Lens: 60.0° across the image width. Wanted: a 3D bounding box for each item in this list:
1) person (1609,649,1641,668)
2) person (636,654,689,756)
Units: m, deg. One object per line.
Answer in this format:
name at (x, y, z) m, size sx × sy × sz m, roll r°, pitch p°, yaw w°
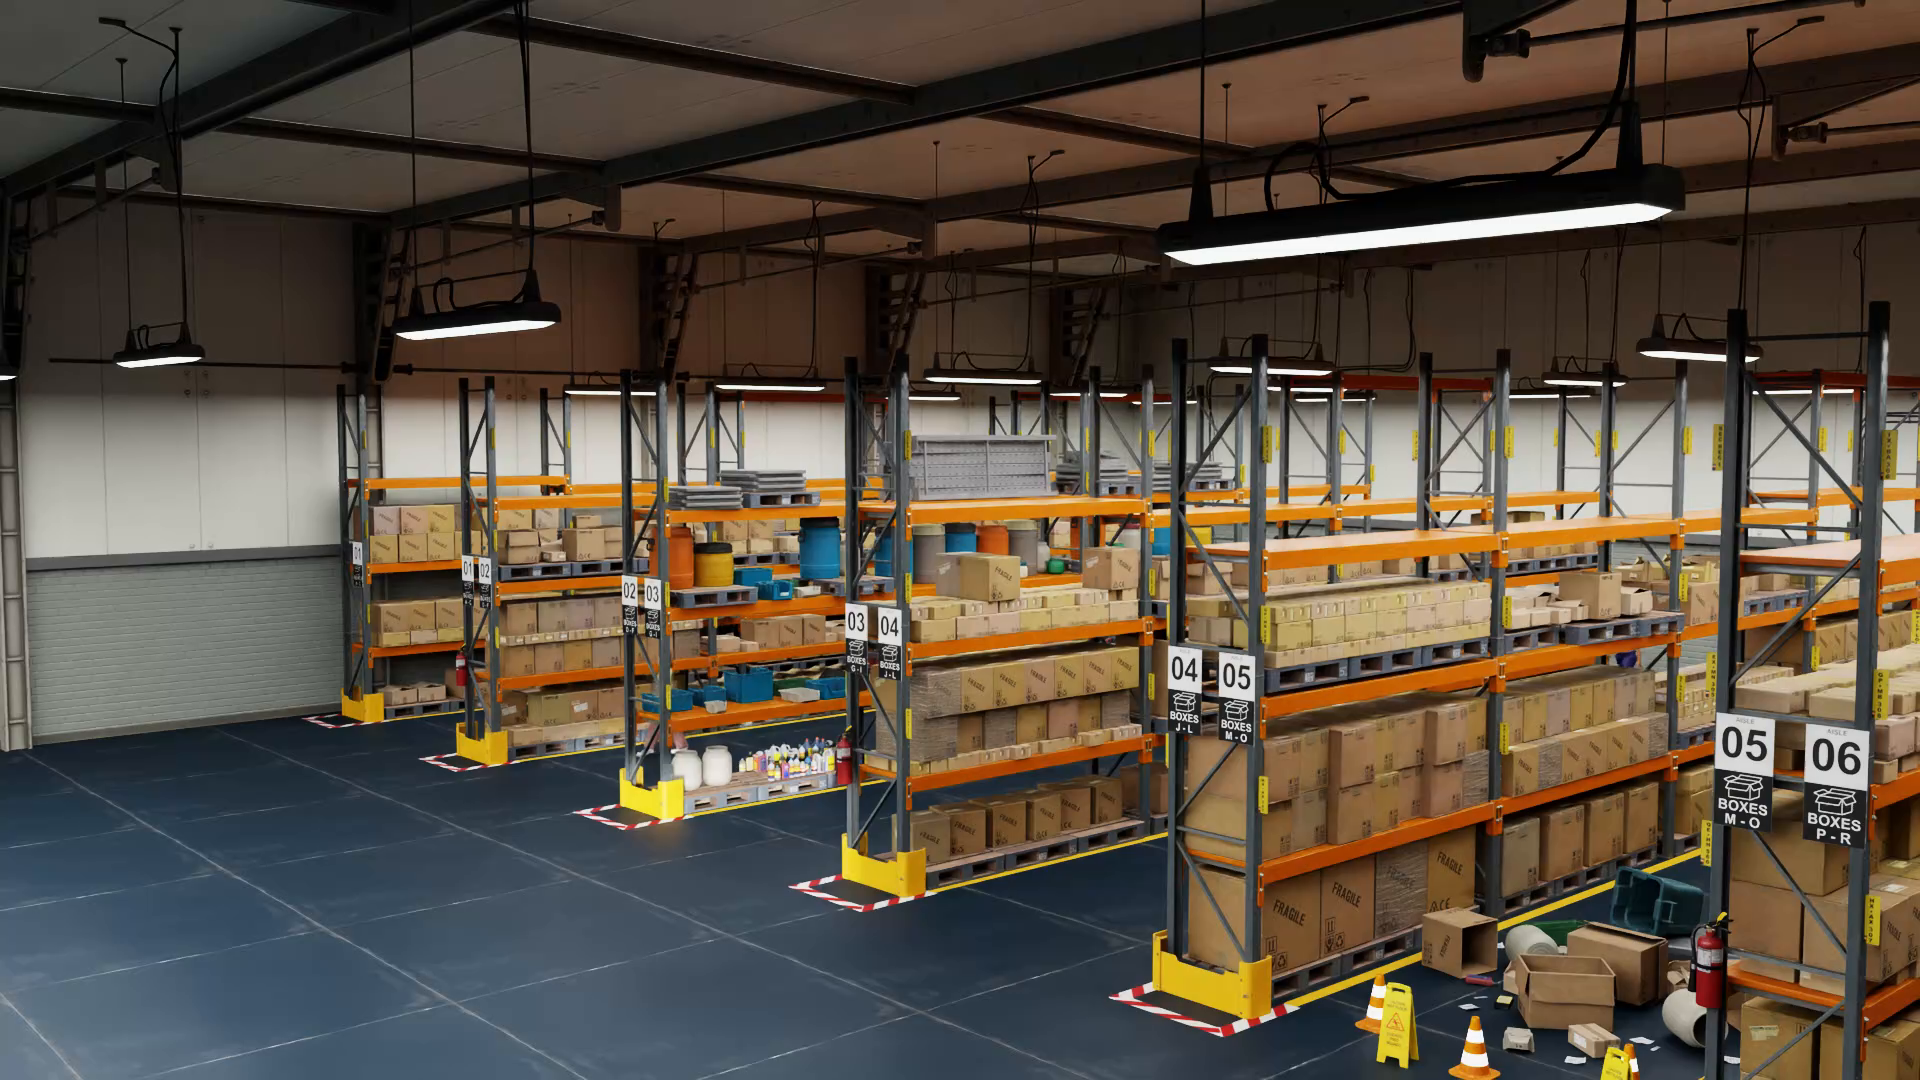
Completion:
person at (12.701, 2.250, 31.837) m, size 1.002 × 1.575 × 0.542 m, roll -2°, pitch 4°, yaw -25°
person at (-4.748, 2.594, 26.428) m, size 0.842 × 1.651 × 0.478 m, roll -1°, pitch 4°, yaw -22°
